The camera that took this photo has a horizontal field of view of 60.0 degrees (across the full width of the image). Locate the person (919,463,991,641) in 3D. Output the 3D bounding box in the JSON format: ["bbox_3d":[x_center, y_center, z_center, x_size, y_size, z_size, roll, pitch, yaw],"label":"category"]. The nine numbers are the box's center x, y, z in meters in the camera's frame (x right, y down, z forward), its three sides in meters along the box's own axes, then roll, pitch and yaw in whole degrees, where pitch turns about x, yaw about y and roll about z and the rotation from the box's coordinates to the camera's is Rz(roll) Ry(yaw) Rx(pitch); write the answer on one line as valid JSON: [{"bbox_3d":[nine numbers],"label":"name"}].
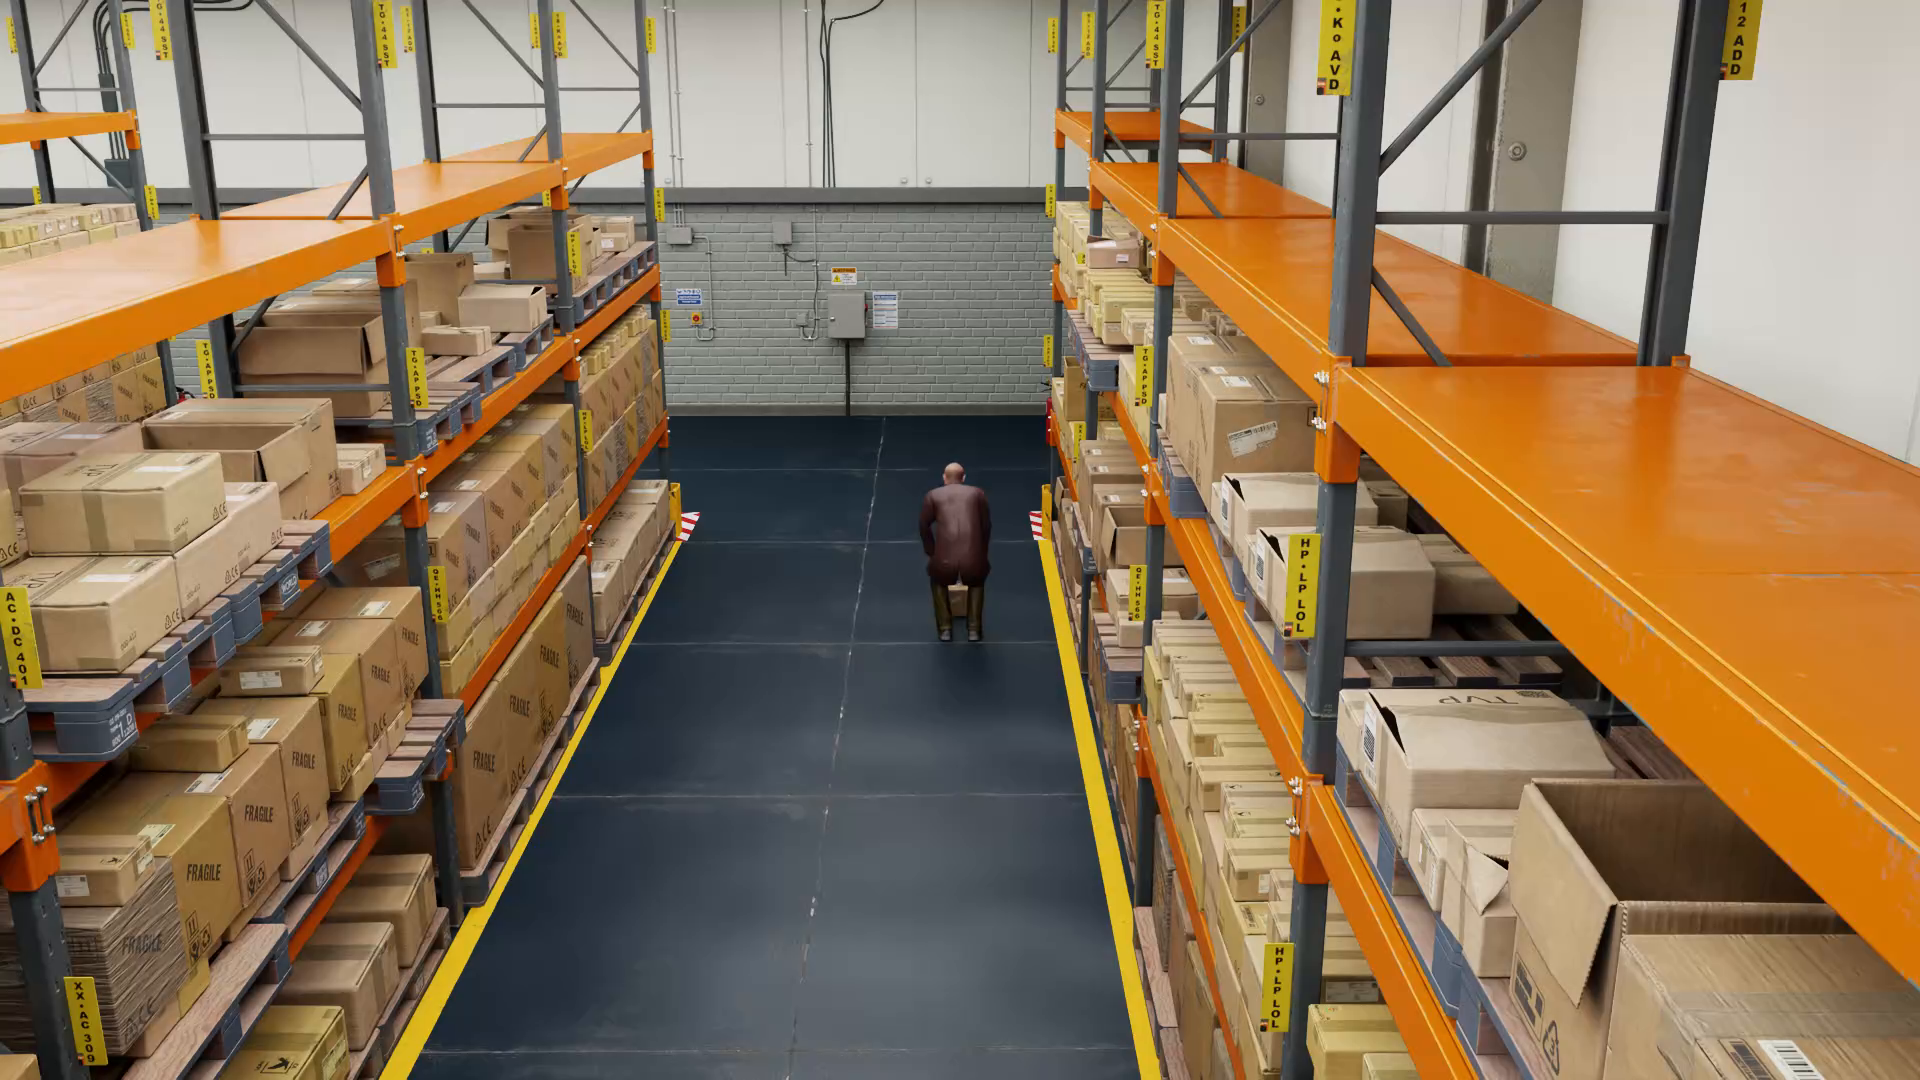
[{"bbox_3d":[-0.042,0.115,14.332,0.630,1.476,0.681,0,17,0],"label":"person"}]
